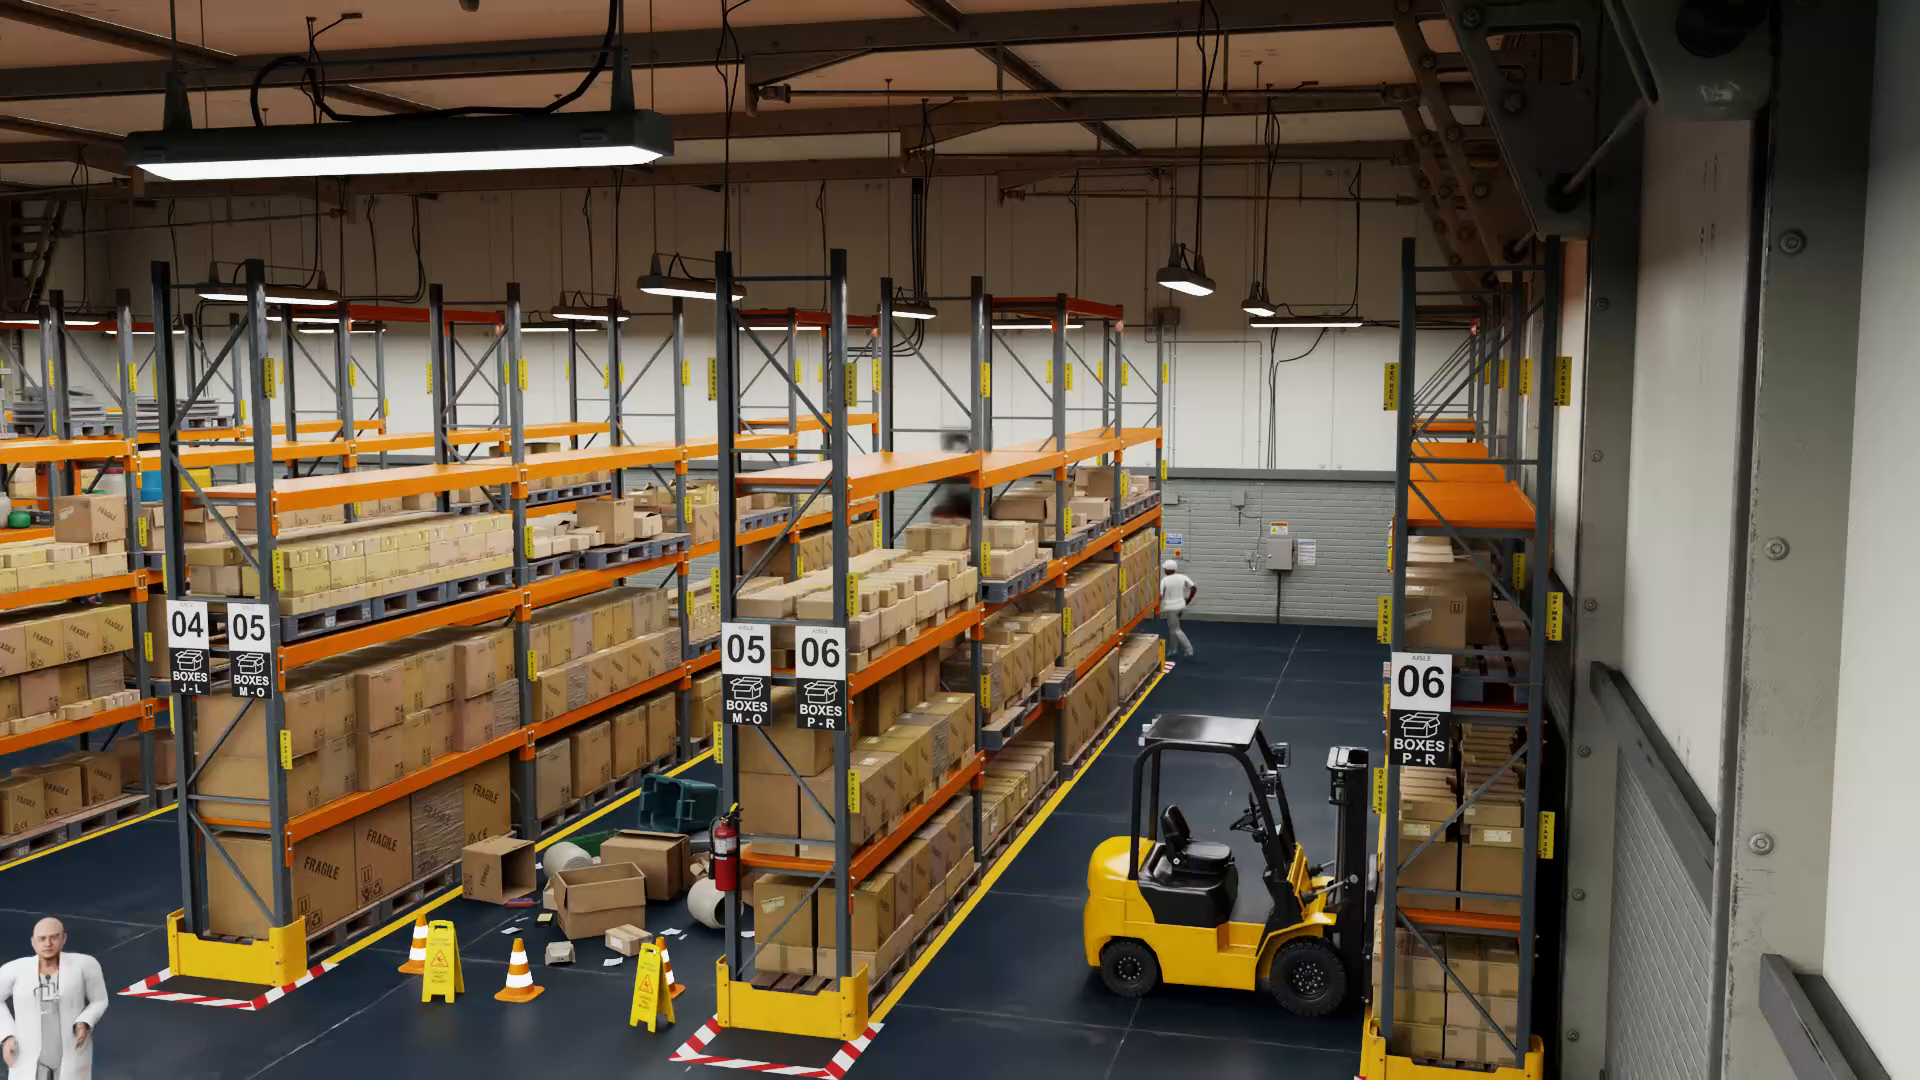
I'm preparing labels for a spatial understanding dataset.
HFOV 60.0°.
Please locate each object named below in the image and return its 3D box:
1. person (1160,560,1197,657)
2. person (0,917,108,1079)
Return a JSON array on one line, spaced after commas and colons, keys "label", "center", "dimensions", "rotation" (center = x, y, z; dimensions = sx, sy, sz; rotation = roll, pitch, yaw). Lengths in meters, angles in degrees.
[{"label": "person", "center": [3.712, 1.230, 29.020], "dimensions": [0.701, 1.787, 0.817], "rotation": [-4, 7, -35]}, {"label": "person", "center": [-5.624, 3.209, 10.276], "dimensions": [0.680, 1.750, 0.695], "rotation": [-4, 7, -30]}]
